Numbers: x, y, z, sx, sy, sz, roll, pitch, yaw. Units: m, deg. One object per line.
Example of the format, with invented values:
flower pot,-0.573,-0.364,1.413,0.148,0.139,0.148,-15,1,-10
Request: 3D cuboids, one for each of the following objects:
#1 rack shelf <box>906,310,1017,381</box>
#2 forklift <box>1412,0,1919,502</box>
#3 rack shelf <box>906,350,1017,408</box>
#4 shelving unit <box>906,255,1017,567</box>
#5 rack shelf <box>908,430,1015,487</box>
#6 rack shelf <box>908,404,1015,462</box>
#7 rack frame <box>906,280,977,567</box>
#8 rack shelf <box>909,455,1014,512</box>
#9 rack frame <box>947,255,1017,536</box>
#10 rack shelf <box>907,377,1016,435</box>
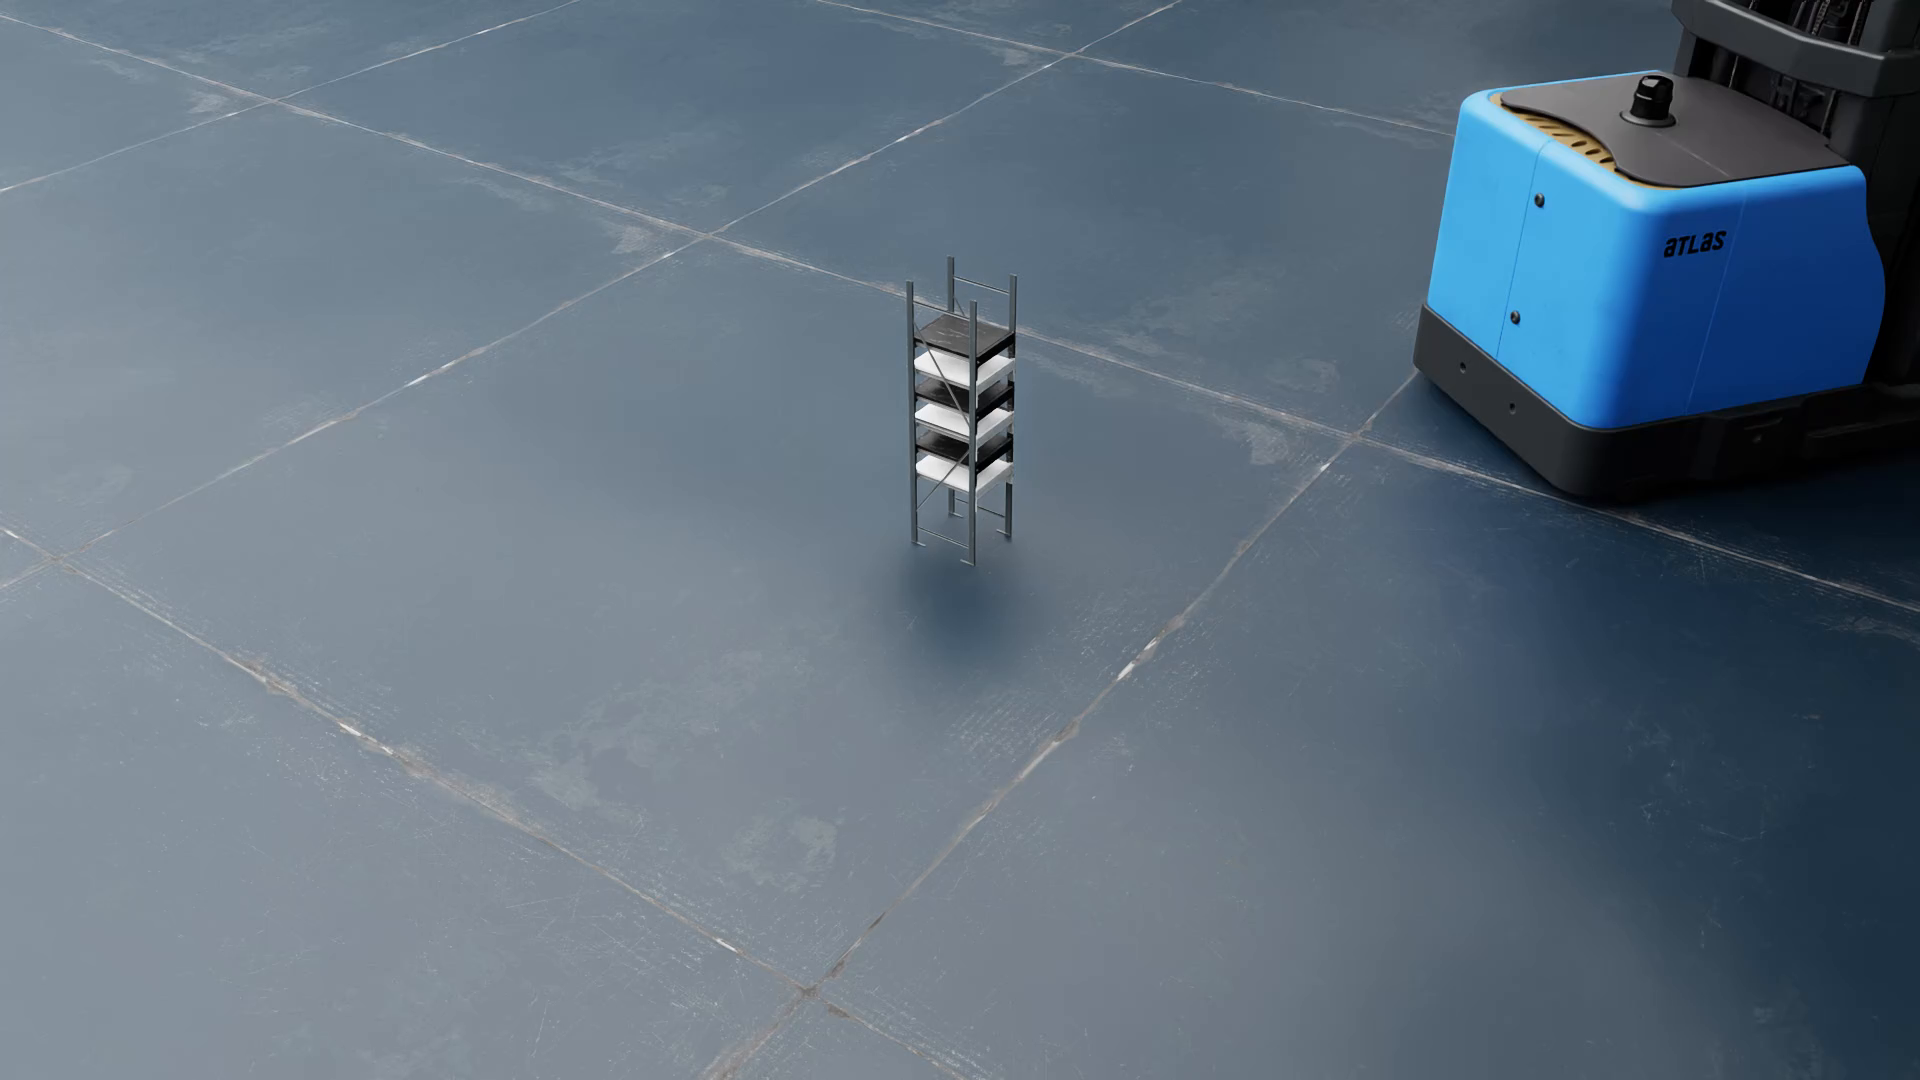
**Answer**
rack shelf,0.005,-0.573,4.871,0.258,0.077,0.200,21,39,28
forklift,3.230,-1.819,5.324,3.031,2.935,1.130,-10,35,-15
rack shelf,0.005,-0.498,4.921,0.258,0.077,0.200,21,39,28
shelving unit,0.005,-0.376,5.003,0.258,0.900,0.210,21,39,28
rack shelf,0.005,-0.274,5.073,0.258,0.077,0.200,21,39,28
rack shelf,0.005,-0.349,5.022,0.258,0.077,0.200,21,39,28
rack frame,-0.053,-0.330,4.934,0.240,0.900,0.006,21,39,28
rack shelf,0.005,-0.200,5.123,0.258,0.077,0.200,21,39,28
rack frame,0.063,-0.423,5.073,0.240,0.900,0.006,21,39,28
rack shelf,0.005,-0.423,4.972,0.258,0.077,0.200,21,39,28
